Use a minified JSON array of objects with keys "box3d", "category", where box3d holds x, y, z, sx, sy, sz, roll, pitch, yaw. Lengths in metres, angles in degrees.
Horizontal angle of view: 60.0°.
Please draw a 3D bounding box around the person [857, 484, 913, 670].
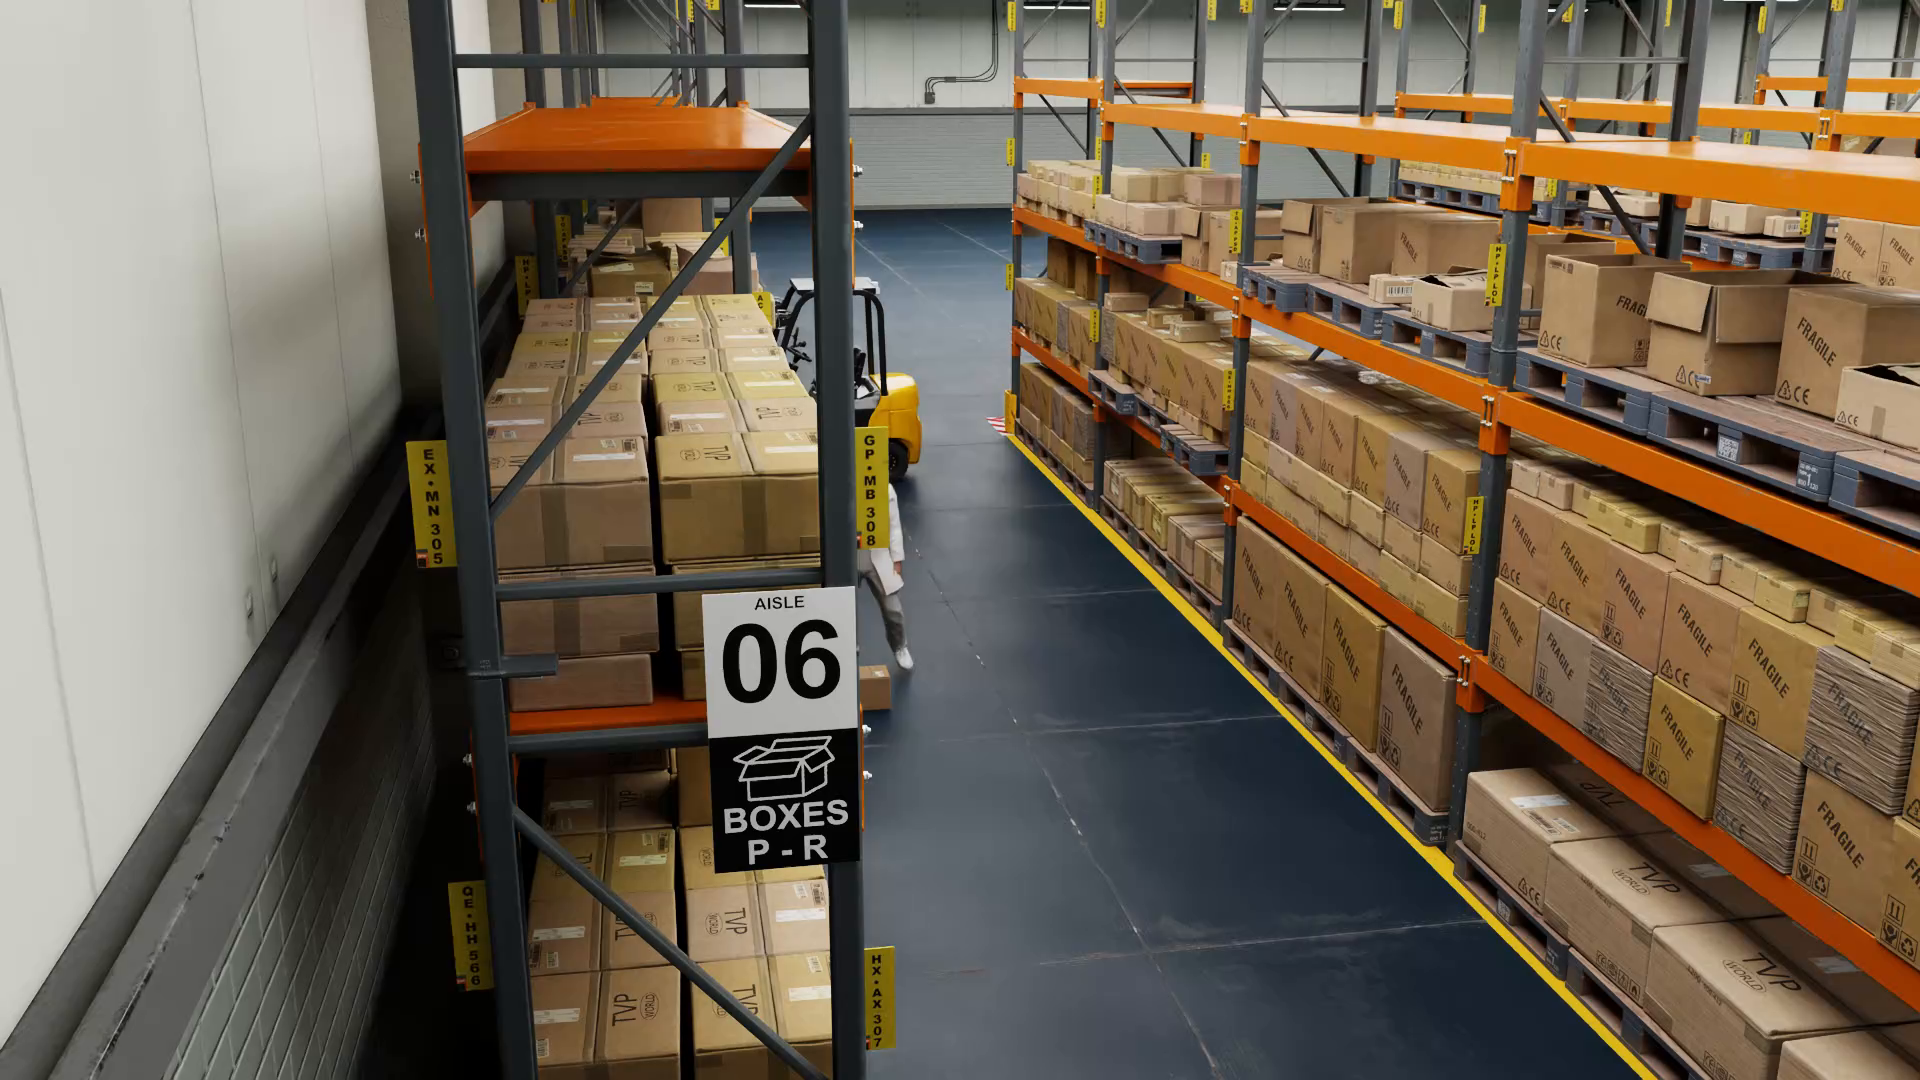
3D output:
[{"box3d":[-0.703,0.176,12.390,0.702,1.786,0.600,-3,16,-9],"category":"person"}]
